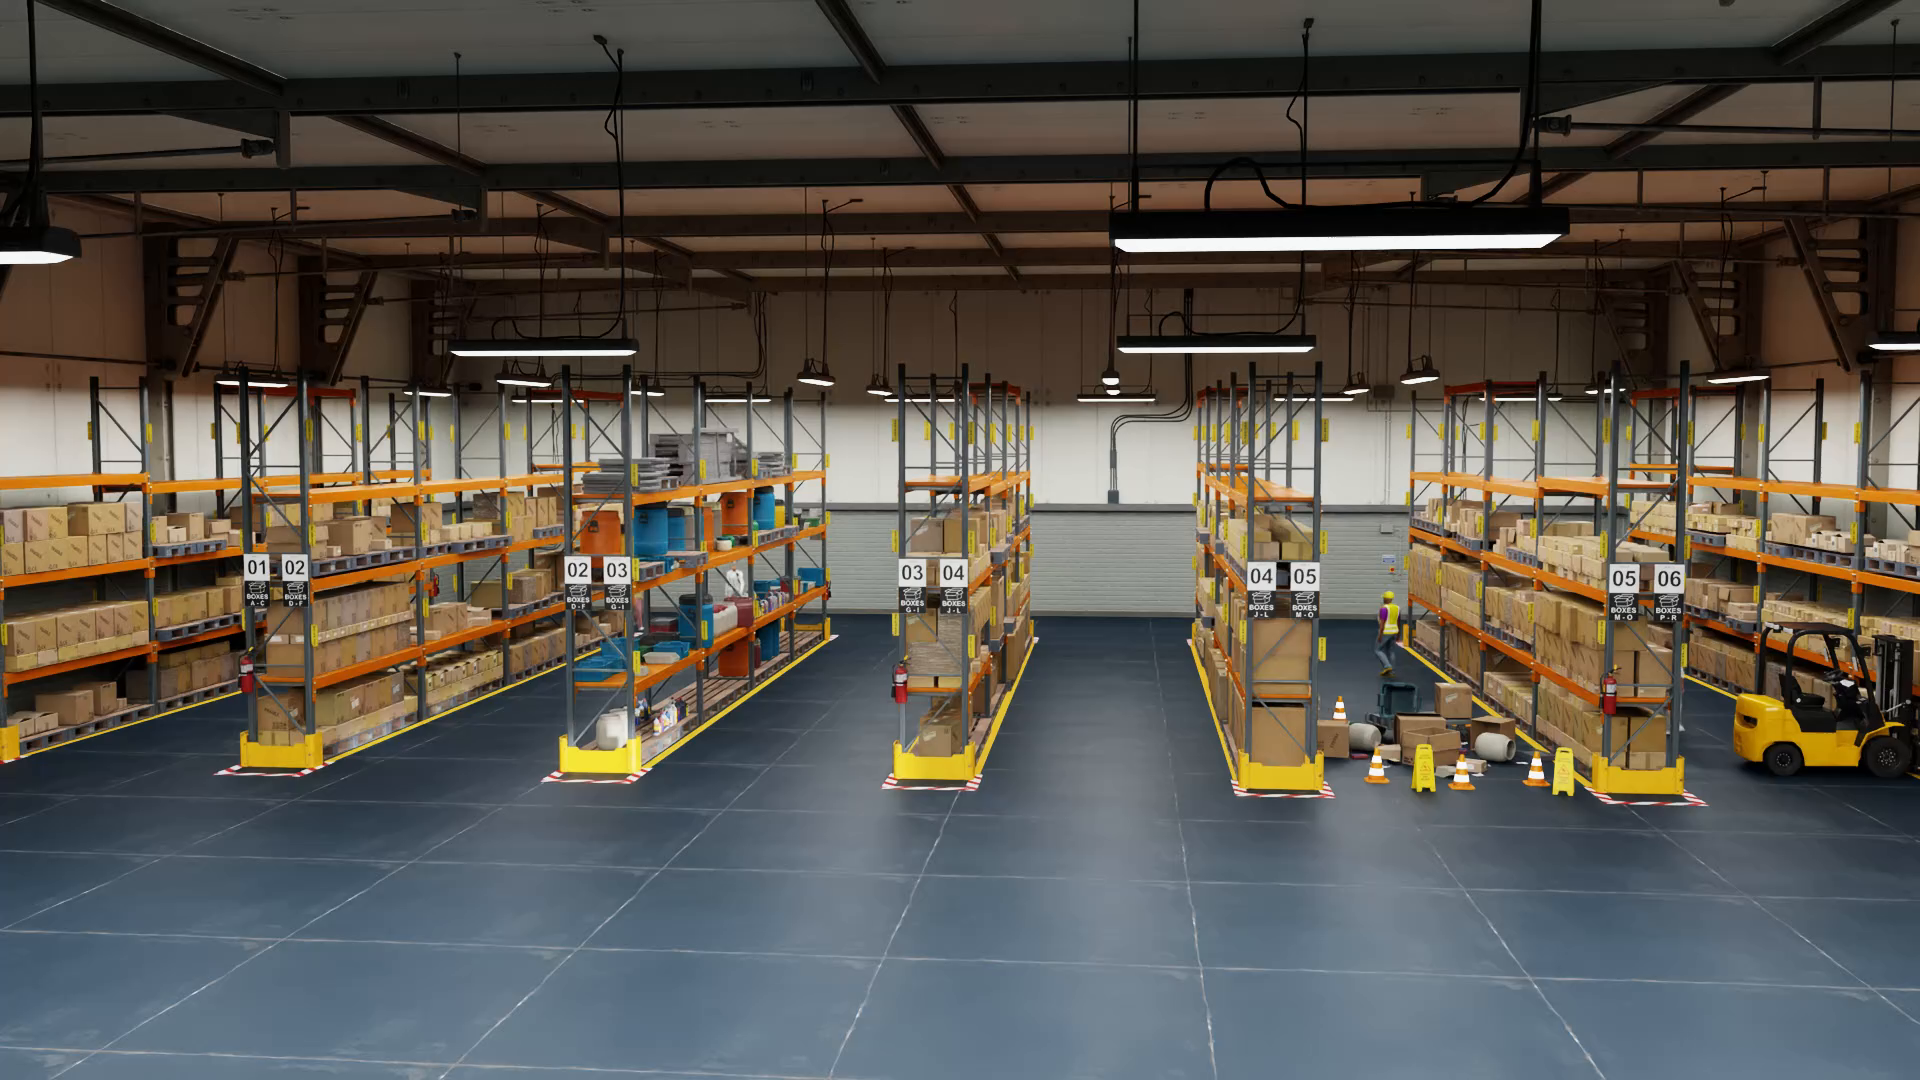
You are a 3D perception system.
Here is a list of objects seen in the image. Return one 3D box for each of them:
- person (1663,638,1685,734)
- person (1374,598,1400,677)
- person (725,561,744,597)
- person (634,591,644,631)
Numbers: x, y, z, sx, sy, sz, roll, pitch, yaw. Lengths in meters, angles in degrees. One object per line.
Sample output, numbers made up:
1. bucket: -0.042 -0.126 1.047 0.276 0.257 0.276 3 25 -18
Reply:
1. person: 11.786 2.436 27.581 0.438 1.596 0.441 1 4 11
2. person: 8.805 1.950 34.107 0.616 1.731 0.465 -2 4 -33
3. person: -5.975 1.341 43.947 0.539 1.611 1.038 0 4 1
4. person: -8.197 1.462 42.292 0.452 1.639 0.853 -4 5 -45
